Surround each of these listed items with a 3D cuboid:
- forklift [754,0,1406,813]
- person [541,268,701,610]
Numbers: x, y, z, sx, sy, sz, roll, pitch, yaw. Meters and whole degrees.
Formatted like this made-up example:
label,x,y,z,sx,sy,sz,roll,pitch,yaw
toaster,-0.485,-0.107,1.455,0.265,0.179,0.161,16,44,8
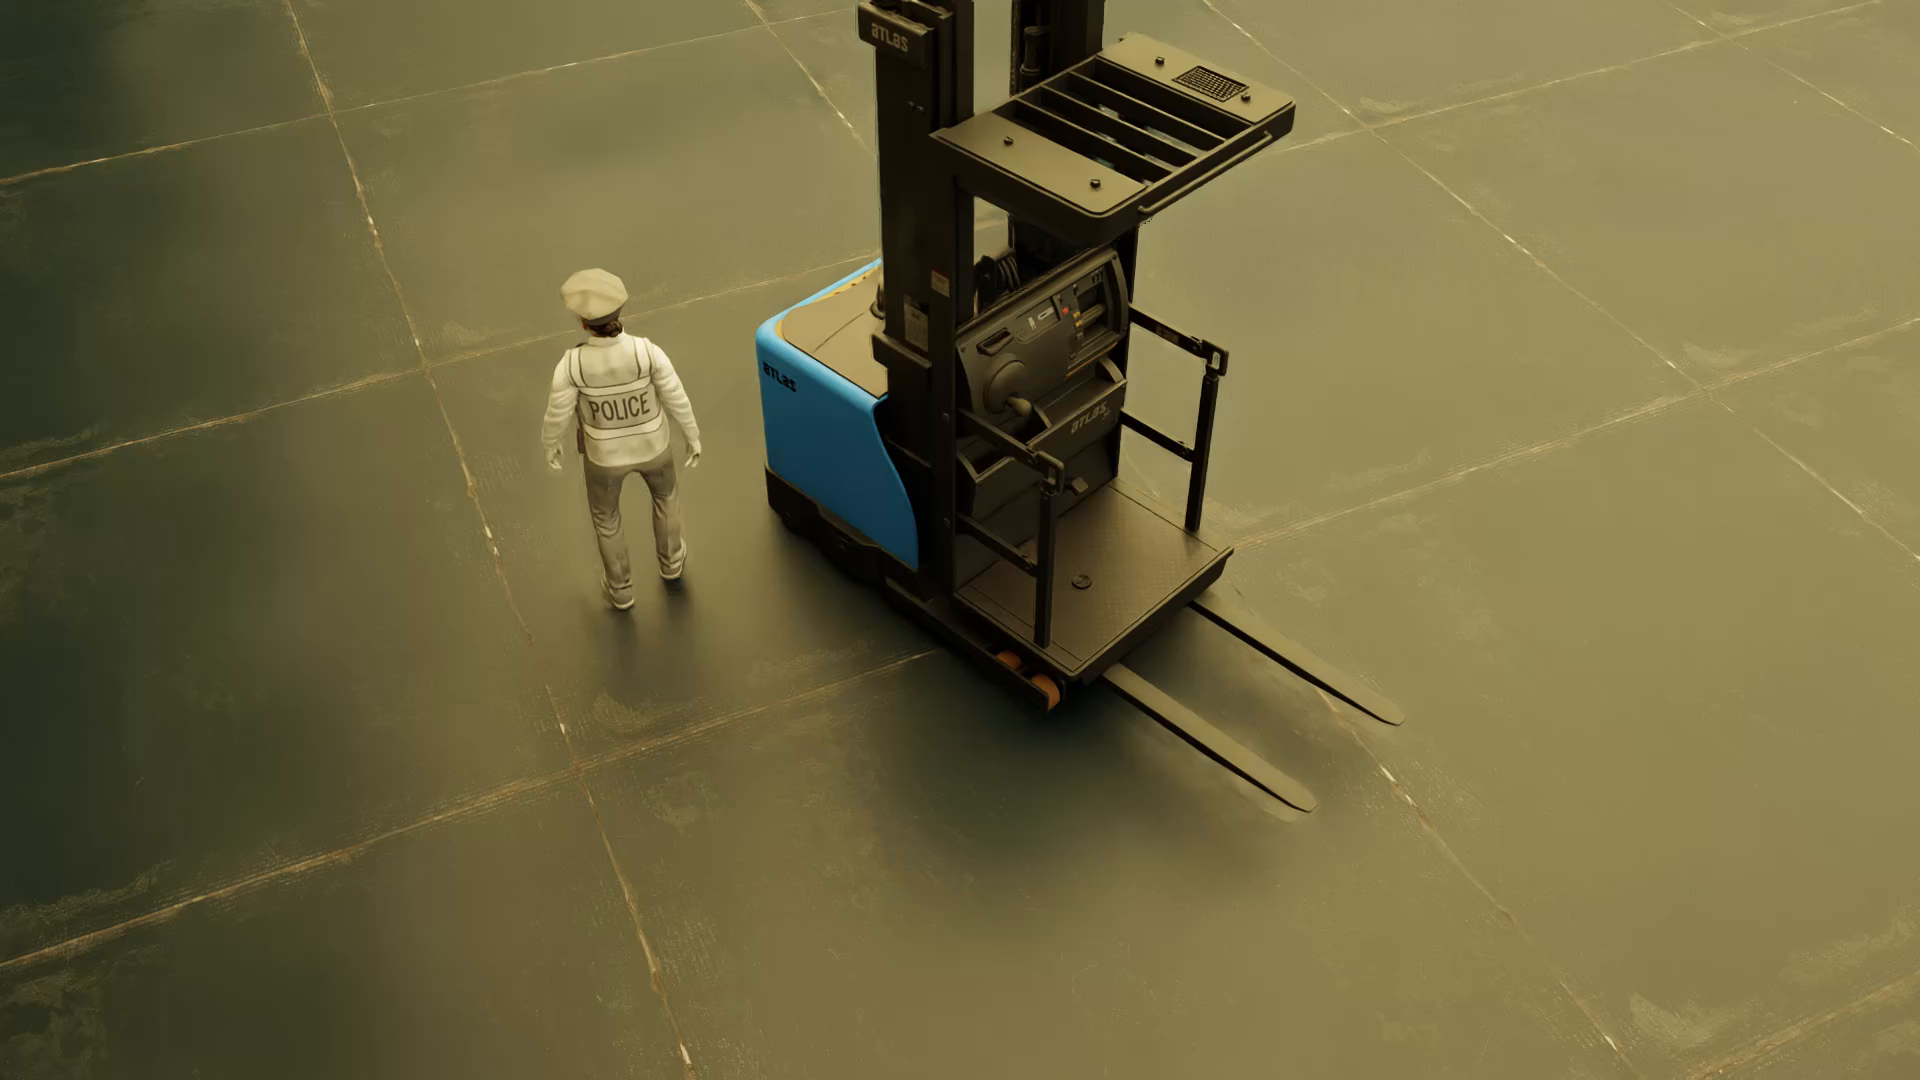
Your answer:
label,x,y,z,sx,sy,sz,roll,pitch,yaw
forklift,0.490,-0.746,6.480,3.031,2.935,1.130,34,53,31
person,-1.443,-0.427,7.073,0.653,1.666,0.456,-12,44,-12
